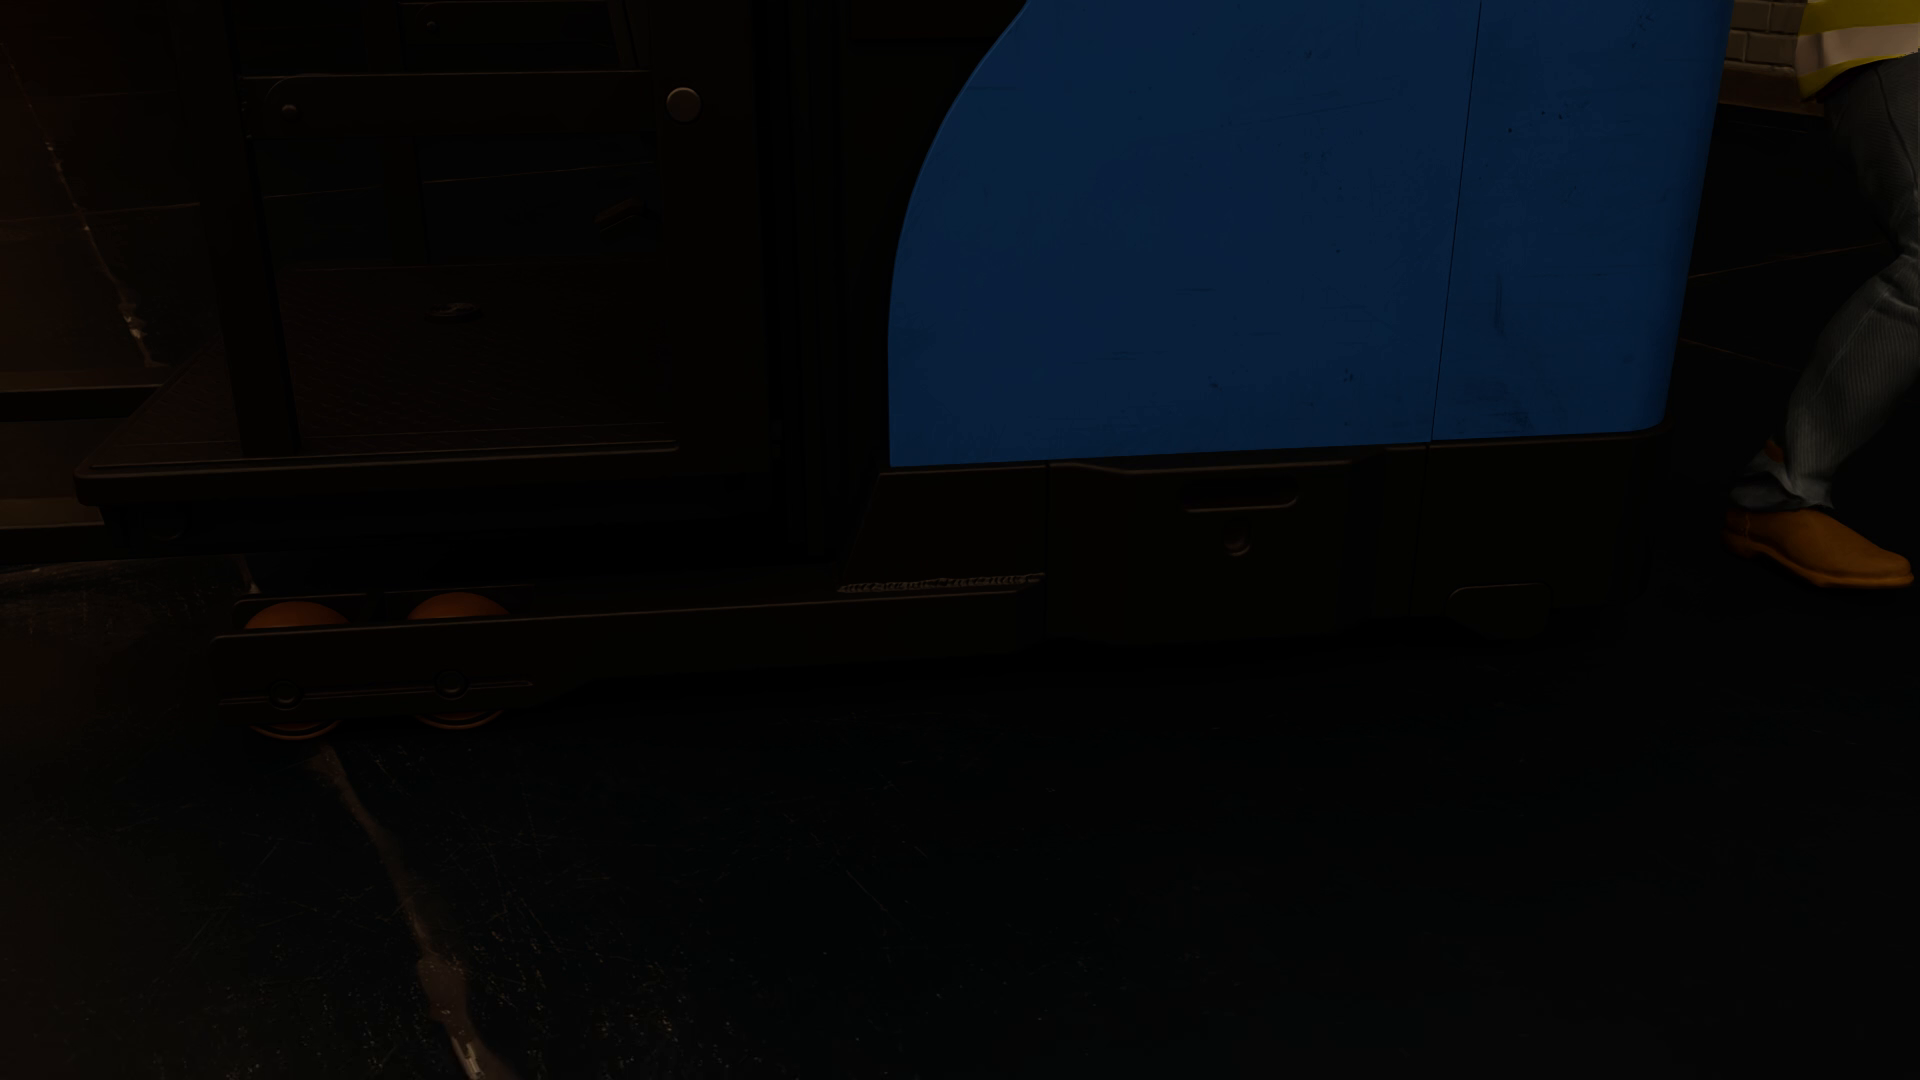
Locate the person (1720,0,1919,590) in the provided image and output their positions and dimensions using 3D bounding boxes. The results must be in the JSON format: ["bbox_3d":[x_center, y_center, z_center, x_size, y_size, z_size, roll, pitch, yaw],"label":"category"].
[{"bbox_3d":[1.663,-0.766,2.505,1.061,1.524,0.744,-9,24,-22],"label":"person"}]

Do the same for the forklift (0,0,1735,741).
[{"bbox_3d":[-0.604,-1.324,2.001,3.031,2.935,1.130,-3,22,-7],"label":"forklift"}]
